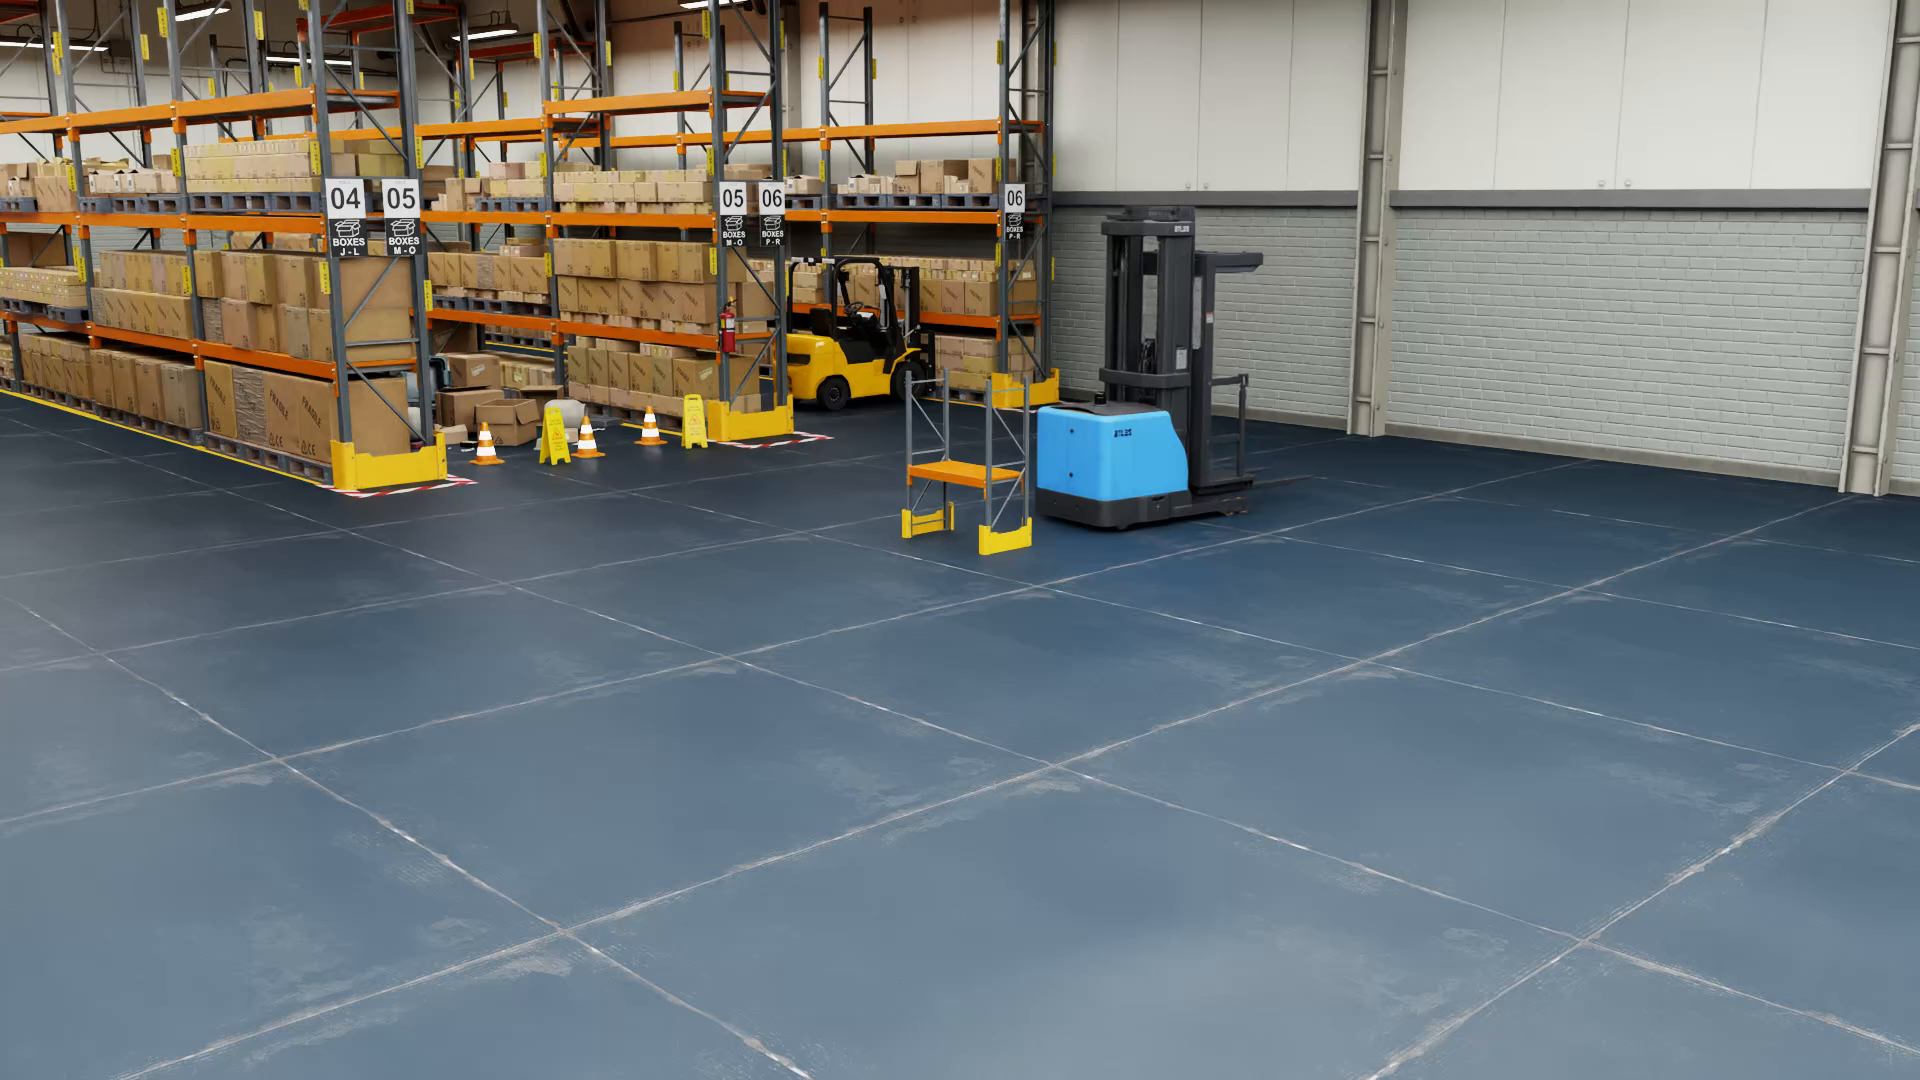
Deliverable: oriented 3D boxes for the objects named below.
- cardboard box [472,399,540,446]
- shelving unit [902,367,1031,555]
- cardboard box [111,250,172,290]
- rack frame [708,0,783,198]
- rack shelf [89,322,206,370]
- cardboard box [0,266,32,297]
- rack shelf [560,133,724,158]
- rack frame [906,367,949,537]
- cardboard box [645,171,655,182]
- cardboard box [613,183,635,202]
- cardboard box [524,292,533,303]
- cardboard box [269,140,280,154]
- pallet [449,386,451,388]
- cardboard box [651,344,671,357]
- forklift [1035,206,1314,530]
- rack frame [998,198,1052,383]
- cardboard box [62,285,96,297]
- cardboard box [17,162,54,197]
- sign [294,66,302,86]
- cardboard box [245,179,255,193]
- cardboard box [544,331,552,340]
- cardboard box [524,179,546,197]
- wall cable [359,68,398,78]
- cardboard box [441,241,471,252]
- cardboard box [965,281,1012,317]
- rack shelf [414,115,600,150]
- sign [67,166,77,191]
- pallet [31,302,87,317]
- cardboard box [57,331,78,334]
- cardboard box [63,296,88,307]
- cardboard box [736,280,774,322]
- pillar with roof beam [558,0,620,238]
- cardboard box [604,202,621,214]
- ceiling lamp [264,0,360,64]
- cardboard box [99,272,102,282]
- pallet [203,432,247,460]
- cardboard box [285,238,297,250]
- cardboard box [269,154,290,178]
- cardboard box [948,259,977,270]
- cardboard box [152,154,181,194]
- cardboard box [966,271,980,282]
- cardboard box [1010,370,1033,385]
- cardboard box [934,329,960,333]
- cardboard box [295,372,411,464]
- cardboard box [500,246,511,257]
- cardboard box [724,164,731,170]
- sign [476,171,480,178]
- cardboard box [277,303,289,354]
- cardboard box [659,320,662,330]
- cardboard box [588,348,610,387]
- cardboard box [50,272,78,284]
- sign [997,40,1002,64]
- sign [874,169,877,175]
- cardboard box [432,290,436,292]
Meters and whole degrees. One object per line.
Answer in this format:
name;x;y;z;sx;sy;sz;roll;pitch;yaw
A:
cardboard box;-5.677;-1.479;20.842;0.637;0.503;0.797;1;12;6
shelving unit;0.053;-0.723;14.706;0.587;1.500;1.083;-11;16;-43
cardboard box;-11.015;-3.659;22.512;0.700;0.500;0.500;-11;16;-43
rack frame;-2.633;-5.736;20.453;1.000;3.000;0.127;-11;16;-43
rack shelf;-10.286;-2.617;21.961;1.077;0.370;4.000;-11;16;-43
cardboard box;-14.968;-4.071;26.250;0.500;0.500;0.500;-11;16;-42
rack shelf;-5.951;-7.340;31.009;1.077;0.370;4.000;-11;16;-43
rack frame;-0.292;-0.796;15.060;0.500;1.500;0.032;-11;16;-43
cardboard box;-3.883;-4.743;21.713;0.250;0.149;0.380;11;16;44
cardboard box;-4.239;-4.598;21.998;0.500;0.250;0.500;-11;16;-42
cardboard box;-6.119;-3.542;24.251;0.250;0.149;0.380;11;16;43
cardboard box;-7.149;-4.198;17.779;0.380;0.149;0.250;-11;16;-42
pallet;-7.619;-2.485;26.452;1.003;0.211;1.213;-11;16;-43
cardboard box;-3.848;-2.504;21.938;0.380;0.149;0.250;-11;16;-42
forklift;2.201;-1.741;16.100;3.031;2.935;1.130;-9;14;-36
rack frame;0.955;-3.490;24.418;1.000;3.000;0.127;-11;16;-43
cardboard box;-12.338;-3.498;23.300;0.380;0.149;0.250;-10;16;-41
cardboard box;-13.458;-5.326;24.600;0.797;0.503;0.637;-11;16;-43
sign;-11.338;-7.949;28.485;0.100;0.325;0.005;-11;16;-43
cardboard box;-7.671;-3.918;18.396;0.380;0.149;0.250;-11;16;-42
cardboard box;-8.176;-4.200;33.601;0.396;0.266;0.258;-10;15;-41
cardboard box;-5.903;-5.048;23.877;0.500;0.250;0.500;-11;16;-44
wall cable;-13.066;-12.490;39.449;2.988;3.039;0.133;-11;16;-43
cardboard box;-8.321;-4.610;27.129;0.500;0.500;0.500;11;16;43
cardboard box;0.425;-3.574;24.579;0.500;0.500;0.500;-11;16;-44
rack shelf;-6.776;-6.064;24.816;1.077;0.370;4.000;-11;16;-43
sign;-12.061;-4.908;22.585;0.100;0.325;0.005;-11;16;-43
pallet;-13.064;-3.450;24.699;1.003;0.211;1.213;-11;16;-43
cardboard box;-13.733;-3.120;25.916;0.500;0.250;0.500;11;16;44
cardboard box;-12.341;-3.351;23.327;0.380;0.149;0.250;-11;16;-42
cardboard box;-2.759;-3.100;21.541;0.500;0.500;0.500;-11;16;-43
pillar with roof beam;-10.275;-7.807;30.504;9.100;9.000;0.548;-11;16;-43
cardboard box;-4.530;-4.448;22.255;0.380;0.149;0.250;-11;16;-44
ceiling lamp;-13.629;-11.689;34.882;2.000;3.185;0.800;-11;16;-43
cardboard box;-12.200;-3.805;24.052;0.380;0.149;0.250;-11;16;-43
pallet;-8.437;-1.189;20.162;1.003;0.211;1.213;-11;16;-43
cardboard box;-11.790;-5.193;29.960;0.500;0.500;0.500;-11;16;-43
cardboard box;-7.028;-3.995;17.781;0.500;0.250;0.500;-11;16;-42
cardboard box;0.044;-4.138;24.971;0.380;0.149;0.250;-11;16;-42
cardboard box;-10.265;-4.819;21.898;0.500;0.500;0.500;-11;16;-43
cardboard box;0.315;-3.901;24.559;0.380;0.149;0.250;-11;16;-42
cardboard box;0.757;-2.448;25.133;0.500;0.250;0.500;-11;16;-42
cardboard box;-0.274;-3.158;26.101;0.500;0.250;0.500;-11;16;-44
cardboard box;-6.659;-1.348;18.246;0.875;0.875;0.875;-11;16;-42
cardboard box;-6.569;-4.271;24.576;0.250;0.149;0.380;11;16;43
cardboard box;-3.825;-6.231;28.752;0.700;0.500;0.500;-11;16;-44
sign;-7.763;-5.763;26.736;0.100;0.325;0.005;-11;16;-43
cardboard box;-7.123;-2.391;18.712;0.875;0.550;0.550;-11;16;-43
cardboard box;-3.737;-2.852;21.943;0.380;0.149;0.250;-11;16;-42
cardboard box;-4.805;-2.408;23.079;0.500;0.500;0.500;-10;15;-40
cardboard box;-12.690;-3.718;23.630;0.380;0.149;0.250;-10;15;-41
sign;0.553;-6.851;23.353;0.100;0.325;0.005;-11;16;-43
sign;-1.407;-5.913;27.265;0.100;0.325;0.005;-11;16;-43
cardboard box;-8.694;-3.930;26.923;0.500;0.250;0.500;11;16;43
